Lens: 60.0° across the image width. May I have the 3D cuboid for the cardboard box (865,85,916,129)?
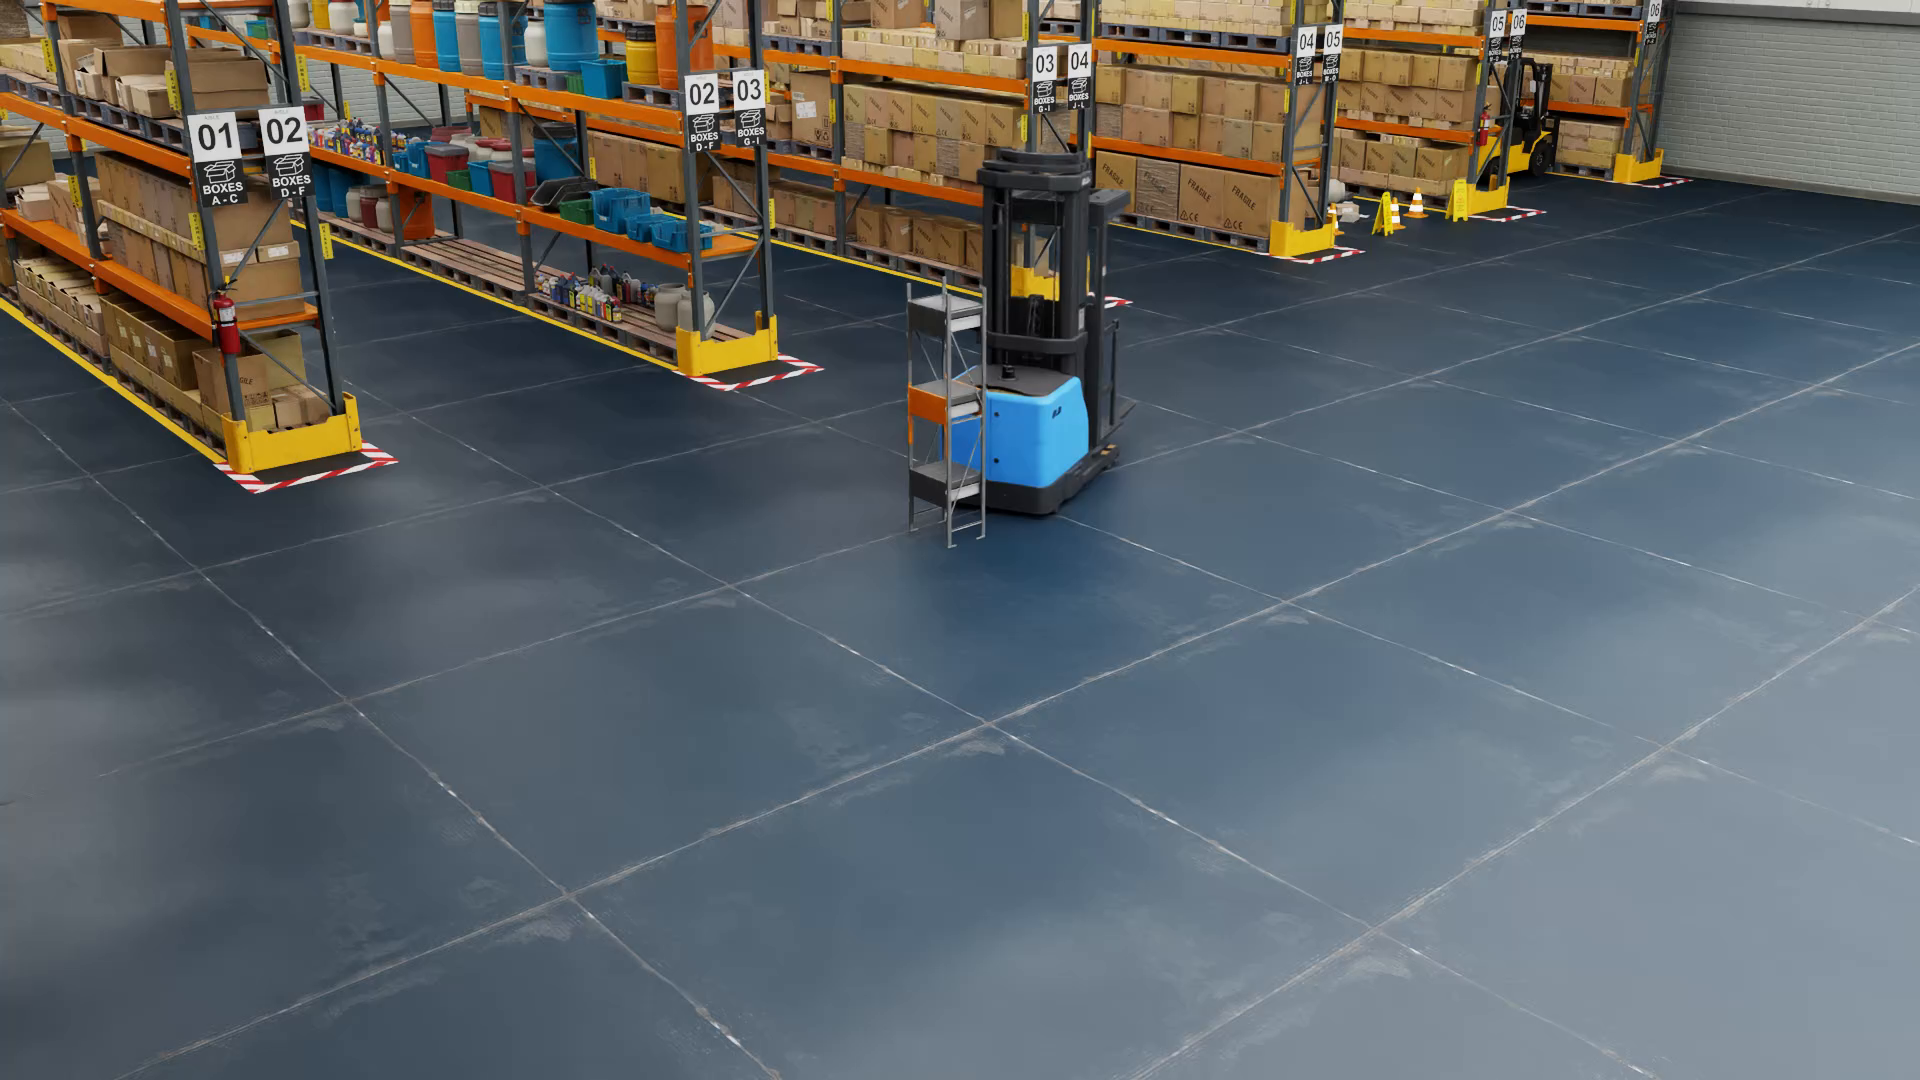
[{"bbox_3d":[-0.953,-5.976,22.939,0.500,0.500,0.500,-17,27,-37],"label":"cardboard box"}]

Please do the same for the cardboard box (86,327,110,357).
[{"bbox_3d":[-9.379,-2.252,18.540,0.500,0.250,0.500,-18,28,-38],"label":"cardboard box"}]

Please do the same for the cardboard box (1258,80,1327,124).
[{"bbox_3d":[4.840,-6.380,24.200,0.875,0.550,0.550,-17,27,-37],"label":"cardboard box"}]

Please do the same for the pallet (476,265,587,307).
[{"bbox_3d":[-5.675,-3.378,22.046,1.003,0.211,1.213,-17,27,-37],"label":"pallet"}]

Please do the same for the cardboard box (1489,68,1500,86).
[{"bbox_3d":[10.329,-8.912,32.213,0.500,0.500,0.500,-17,27,-37],"label":"cardboard box"}]

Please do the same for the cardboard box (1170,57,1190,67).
[{"bbox_3d":[4.331,-9.026,31.521,0.500,0.500,0.500,-17,27,-37],"label":"cardboard box"}]

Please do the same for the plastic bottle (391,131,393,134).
[{"bbox_3d":[-8.687,-6.096,25.331,0.152,0.276,0.135,-17,27,-37],"label":"plastic bottle"}]

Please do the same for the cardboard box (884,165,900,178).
[{"bbox_3d":[-0.829,-5.120,23.013,0.380,0.149,0.250,-17,27,-37],"label":"cardboard box"}]

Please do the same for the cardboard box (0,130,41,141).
[{"bbox_3d":[-12.448,-5.083,21.863,0.700,0.500,0.500,-12,24,-28],"label":"cardboard box"}]

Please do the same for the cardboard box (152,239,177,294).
[{"bbox_3d":[-7.585,-2.791,16.587,0.700,0.500,0.500,-16,27,-36],"label":"cardboard box"}]

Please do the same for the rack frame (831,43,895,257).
[{"bbox_3d":[-1.381,-5.648,24.017,1.000,3.000,0.127,-17,27,-37],"label":"rack frame"}]

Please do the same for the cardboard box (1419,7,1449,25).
[{"bbox_3d":[7.882,-8.587,27.206,0.500,0.250,0.500,-18,28,-38],"label":"cardboard box"}]

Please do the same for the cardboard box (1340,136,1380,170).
[{"bbox_3d":[7.002,-6.755,29.011,0.500,0.500,0.500,-16,26,-35],"label":"cardboard box"}]

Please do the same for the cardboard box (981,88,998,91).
[{"bbox_3d":[0.784,-8.011,28.542,0.700,0.500,0.500,-18,28,-38],"label":"cardboard box"}]

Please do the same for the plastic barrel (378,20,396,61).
[{"bbox_3d":[-7.774,-6.864,22.856,0.421,0.512,0.421,0,21,0],"label":"plastic barrel"}]

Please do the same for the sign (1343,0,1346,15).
[{"bbox_3d":[5.478,-7.667,23.751,0.100,0.325,0.005,-17,27,-37],"label":"sign"}]

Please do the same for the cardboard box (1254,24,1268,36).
[{"bbox_3d":[4.416,-7.298,23.750,0.380,0.149,0.250,-17,27,-37],"label":"cardboard box"}]

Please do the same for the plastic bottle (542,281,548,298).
[{"bbox_3d":[-5.191,-3.150,20.874,0.097,0.201,0.097,0,21,0],"label":"plastic bottle"}]

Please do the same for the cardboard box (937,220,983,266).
[{"bbox_3d":[0.024,-4.085,22.880,0.500,0.500,0.500,-14,26,-33],"label":"cardboard box"}]

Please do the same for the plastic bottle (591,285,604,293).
[{"bbox_3d":[-4.424,-2.956,20.277,0.152,0.276,0.135,-17,27,-37],"label":"plastic bottle"}]

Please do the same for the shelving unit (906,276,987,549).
[{"bbox_3d":[-0.108,-1.023,13.444,0.431,2.100,0.503,-17,27,-37],"label":"shelving unit"}]

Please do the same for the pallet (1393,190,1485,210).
[{"bbox_3d":[8.184,-5.857,28.376,1.003,0.211,1.213,-17,27,-37],"label":"pallet"}]

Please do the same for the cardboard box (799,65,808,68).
[{"bbox_3d":[-2.871,-9.148,31.907,0.380,0.149,0.250,-16,26,-35],"label":"cardboard box"}]

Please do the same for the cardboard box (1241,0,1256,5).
[{"bbox_3d":[4.247,-7.741,23.787,0.380,0.149,0.250,-17,27,-37],"label":"cardboard box"}]

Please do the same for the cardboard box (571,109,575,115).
[{"bbox_3d":[-6.492,-7.718,29.166,0.500,0.500,0.500,-17,27,-37],"label":"cardboard box"}]

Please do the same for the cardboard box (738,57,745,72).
[{"bbox_3d":[-4.291,-9.692,33.797,0.500,0.500,0.500,-18,28,-39],"label":"cardboard box"}]

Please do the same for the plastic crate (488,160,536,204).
[{"bbox_3d":[-5.681,-4.560,21.151,0.402,0.464,0.583,-17,27,-37],"label":"plastic crate"}]

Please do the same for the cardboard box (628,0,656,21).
[{"bbox_3d":[-5.075,-8.761,27.139,0.500,0.500,0.500,-16,26,-35],"label":"cardboard box"}]

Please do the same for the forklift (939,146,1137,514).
[{"bbox_3d":[0.855,-2.083,15.009,1.130,2.935,3.031,9,23,22],"label":"forklift"}]

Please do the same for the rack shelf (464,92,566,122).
[{"bbox_3d":[-7.909,-8.076,31.202,1.077,0.370,4.000,-17,27,-37],"label":"rack shelf"}]

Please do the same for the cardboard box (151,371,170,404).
[{"bbox_3d":[-7.840,-1.590,16.852,0.500,0.250,0.500,-17,27,-37],"label":"cardboard box"}]

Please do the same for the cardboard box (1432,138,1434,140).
[{"bbox_3d":[9.535,-8.421,33.778,0.875,0.625,0.625,-16,26,-35],"label":"cardboard box"}]

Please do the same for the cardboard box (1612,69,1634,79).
[{"bbox_3d":[12.057,-8.462,30.176,0.380,0.149,0.250,-17,27,-37],"label":"cardboard box"}]

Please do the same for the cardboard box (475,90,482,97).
[{"bbox_3d":[-9.064,-8.599,31.897,0.380,0.149,0.250,-18,28,-38],"label":"cardboard box"}]

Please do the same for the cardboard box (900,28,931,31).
[{"bbox_3d":[-0.616,-6.995,23.003,0.380,0.149,0.250,-19,28,-40],"label":"cardboard box"}]

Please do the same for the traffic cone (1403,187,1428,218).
[{"bbox_3d":[7.479,-5.532,27.201,0.336,0.463,0.334,-17,27,-37],"label":"traffic cone"}]

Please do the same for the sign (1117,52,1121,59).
[{"bbox_3d":[3.097,-9.518,32.311,0.100,0.325,0.005,-17,27,-37],"label":"sign"}]

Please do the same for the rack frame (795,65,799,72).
[{"bbox_3d":[-2.780,-9.011,32.604,1.000,3.000,0.127,-17,27,-37],"label":"rack frame"}]

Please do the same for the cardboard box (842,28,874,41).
[{"bbox_3d":[-1.403,-6.997,23.008,0.380,0.149,0.250,-18,28,-39],"label":"cardboard box"}]

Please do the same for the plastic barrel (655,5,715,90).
[{"bbox_3d":[-2.936,-5.260,17.749,0.600,0.830,0.708,-17,27,-37],"label":"plastic barrel"}]

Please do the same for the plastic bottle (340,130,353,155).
[{"bbox_3d":[-9.150,-5.931,24.807,0.144,0.351,0.185,-17,27,-37],"label":"plastic bottle"}]

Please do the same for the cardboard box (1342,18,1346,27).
[{"bbox_3d":[6.651,-8.936,28.643,0.380,0.149,0.250,-16,27,-36],"label":"cardboard box"}]

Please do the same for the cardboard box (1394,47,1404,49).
[{"bbox_3d":[9.025,-10.051,34.233,0.380,0.149,0.250,-18,27,-38],"label":"cardboard box"}]

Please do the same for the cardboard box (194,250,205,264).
[{"bbox_3d":[-6.843,-2.666,15.378,0.380,0.149,0.250,-17,27,-36],"label":"cardboard box"}]

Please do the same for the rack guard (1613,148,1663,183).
[{"bbox_3d":[12.511,-6.914,30.677,1.175,0.500,0.348,-17,27,-37],"label":"rack guard"}]

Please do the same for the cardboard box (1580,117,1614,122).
[{"bbox_3d":[11.996,-7.780,31.285,0.500,0.250,0.500,-17,27,-37],"label":"cardboard box"}]

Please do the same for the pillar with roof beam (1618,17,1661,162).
[{"bbox_3d":[9.462,-10.260,27.567,9.100,9.000,0.400,-17,27,-37],"label":"pillar with roof beam"}]

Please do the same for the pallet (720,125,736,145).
[{"bbox_3d":[-3.446,-6.492,26.436,1.213,0.211,1.003,-17,27,-37],"label":"pallet"}]

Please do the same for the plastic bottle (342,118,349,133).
[{"bbox_3d":[-9.617,-6.446,26.122,0.144,0.351,0.185,-17,27,-37],"label":"plastic bottle"}]

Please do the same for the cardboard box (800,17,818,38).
[{"bbox_3d":[-2.071,-7.414,24.020,0.396,0.266,0.258,-16,27,-36],"label":"cardboard box"}]

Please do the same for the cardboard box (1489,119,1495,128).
[{"bbox_3d":[8.672,-6.928,27.630,0.380,0.149,0.250,-17,27,-37],"label":"cardboard box"}]

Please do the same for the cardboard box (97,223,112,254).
[{"bbox_3d":[-9.243,-3.347,18.347,0.500,0.250,0.500,-15,26,-34],"label":"cardboard box"}]

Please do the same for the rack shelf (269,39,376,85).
[{"bbox_3d":[-9.050,-7.188,24.823,1.077,0.370,4.000,-17,27,-37],"label":"rack shelf"}]

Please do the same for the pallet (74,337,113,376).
[{"bbox_3d":[-9.399,-2.187,19.003,1.003,0.211,1.213,-17,27,-37],"label":"pallet"}]

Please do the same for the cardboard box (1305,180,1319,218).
[{"bbox_3d":[5.673,-5.622,27.374,0.637,0.503,0.797,3,22,9],"label":"cardboard box"}]
